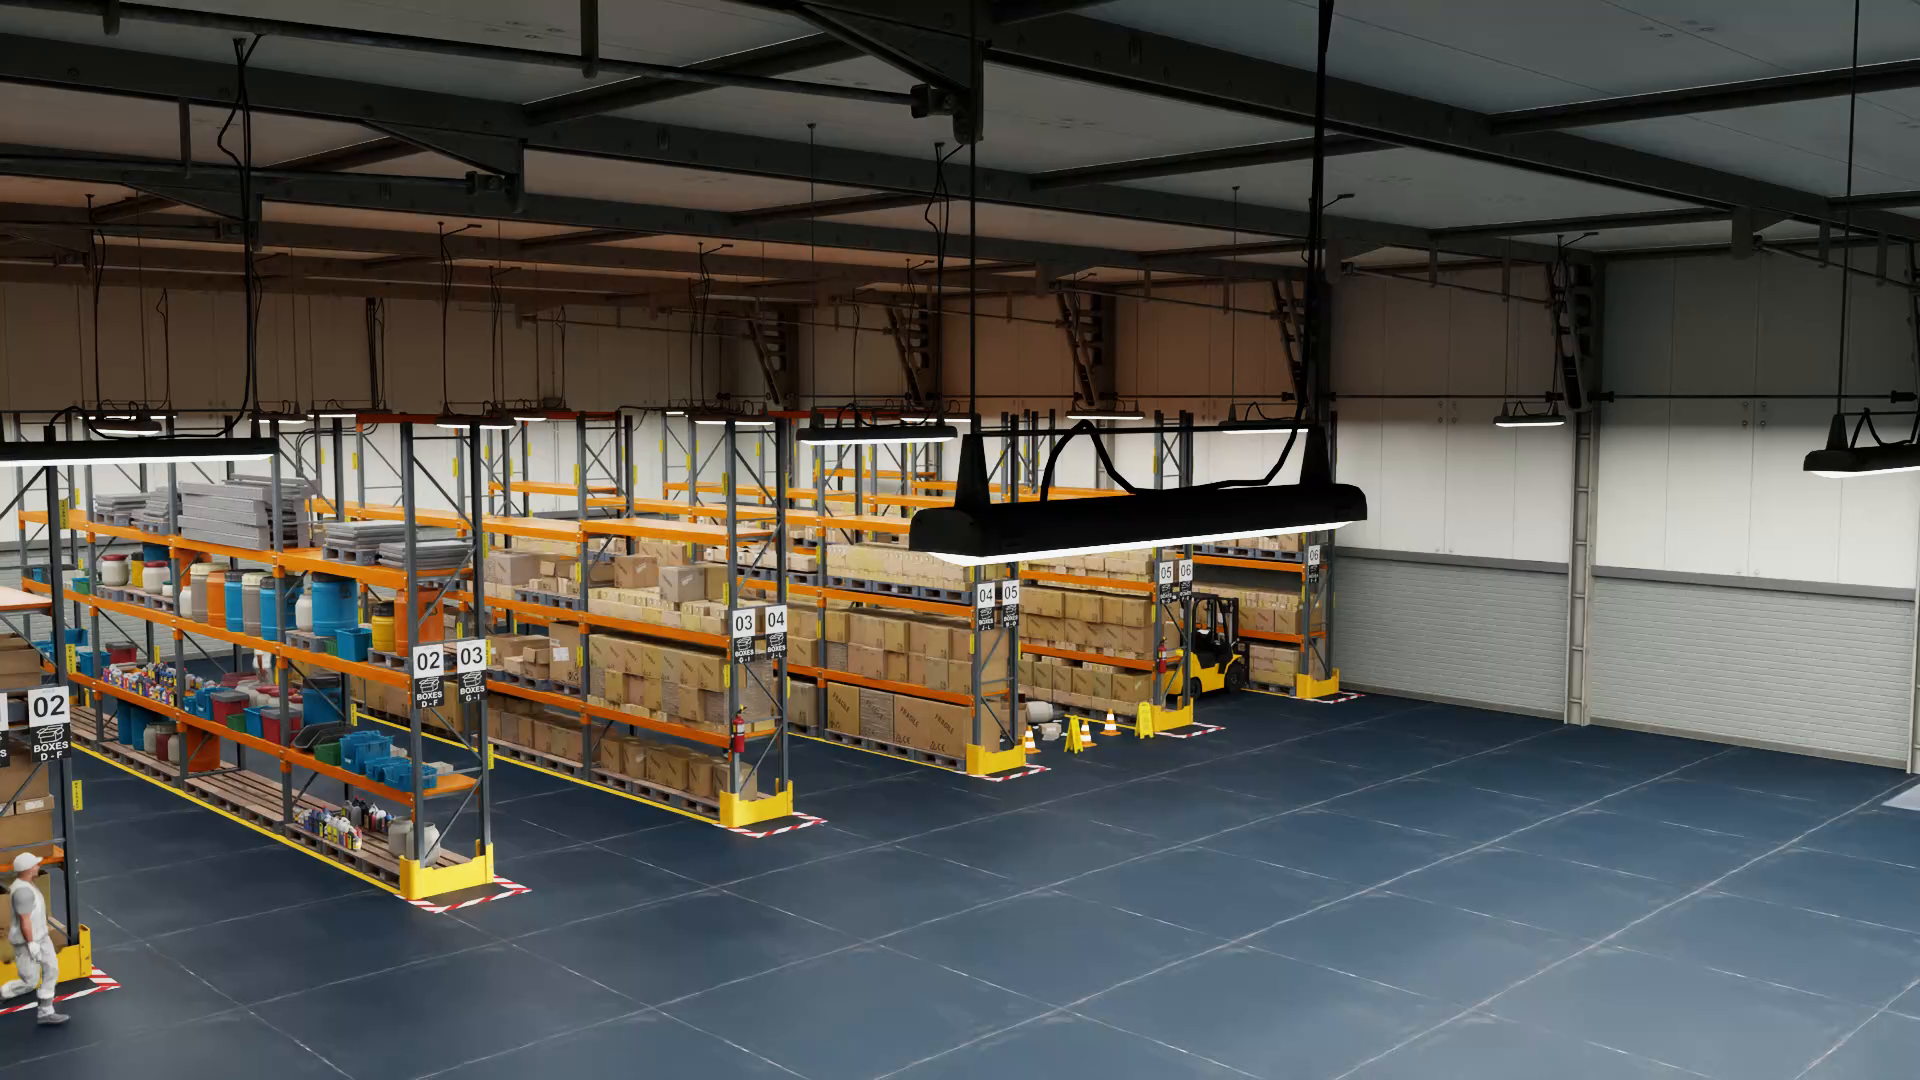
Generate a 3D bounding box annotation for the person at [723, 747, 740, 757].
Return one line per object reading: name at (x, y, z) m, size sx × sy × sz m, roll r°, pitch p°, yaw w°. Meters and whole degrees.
person at (-3.979, 3.038, 29.084) m, size 0.483 × 1.590 × 0.493 m, roll -1°, pitch 5°, yaw -8°

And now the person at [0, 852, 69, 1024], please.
person at (-9.371, 3.998, 16.621) m, size 0.761 × 1.764 × 0.530 m, roll 0°, pitch 5°, yaw -5°

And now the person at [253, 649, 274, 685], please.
person at (-13.893, 2.550, 33.376) m, size 0.574 × 1.759 × 0.600 m, roll -4°, pitch 6°, yaw -35°
